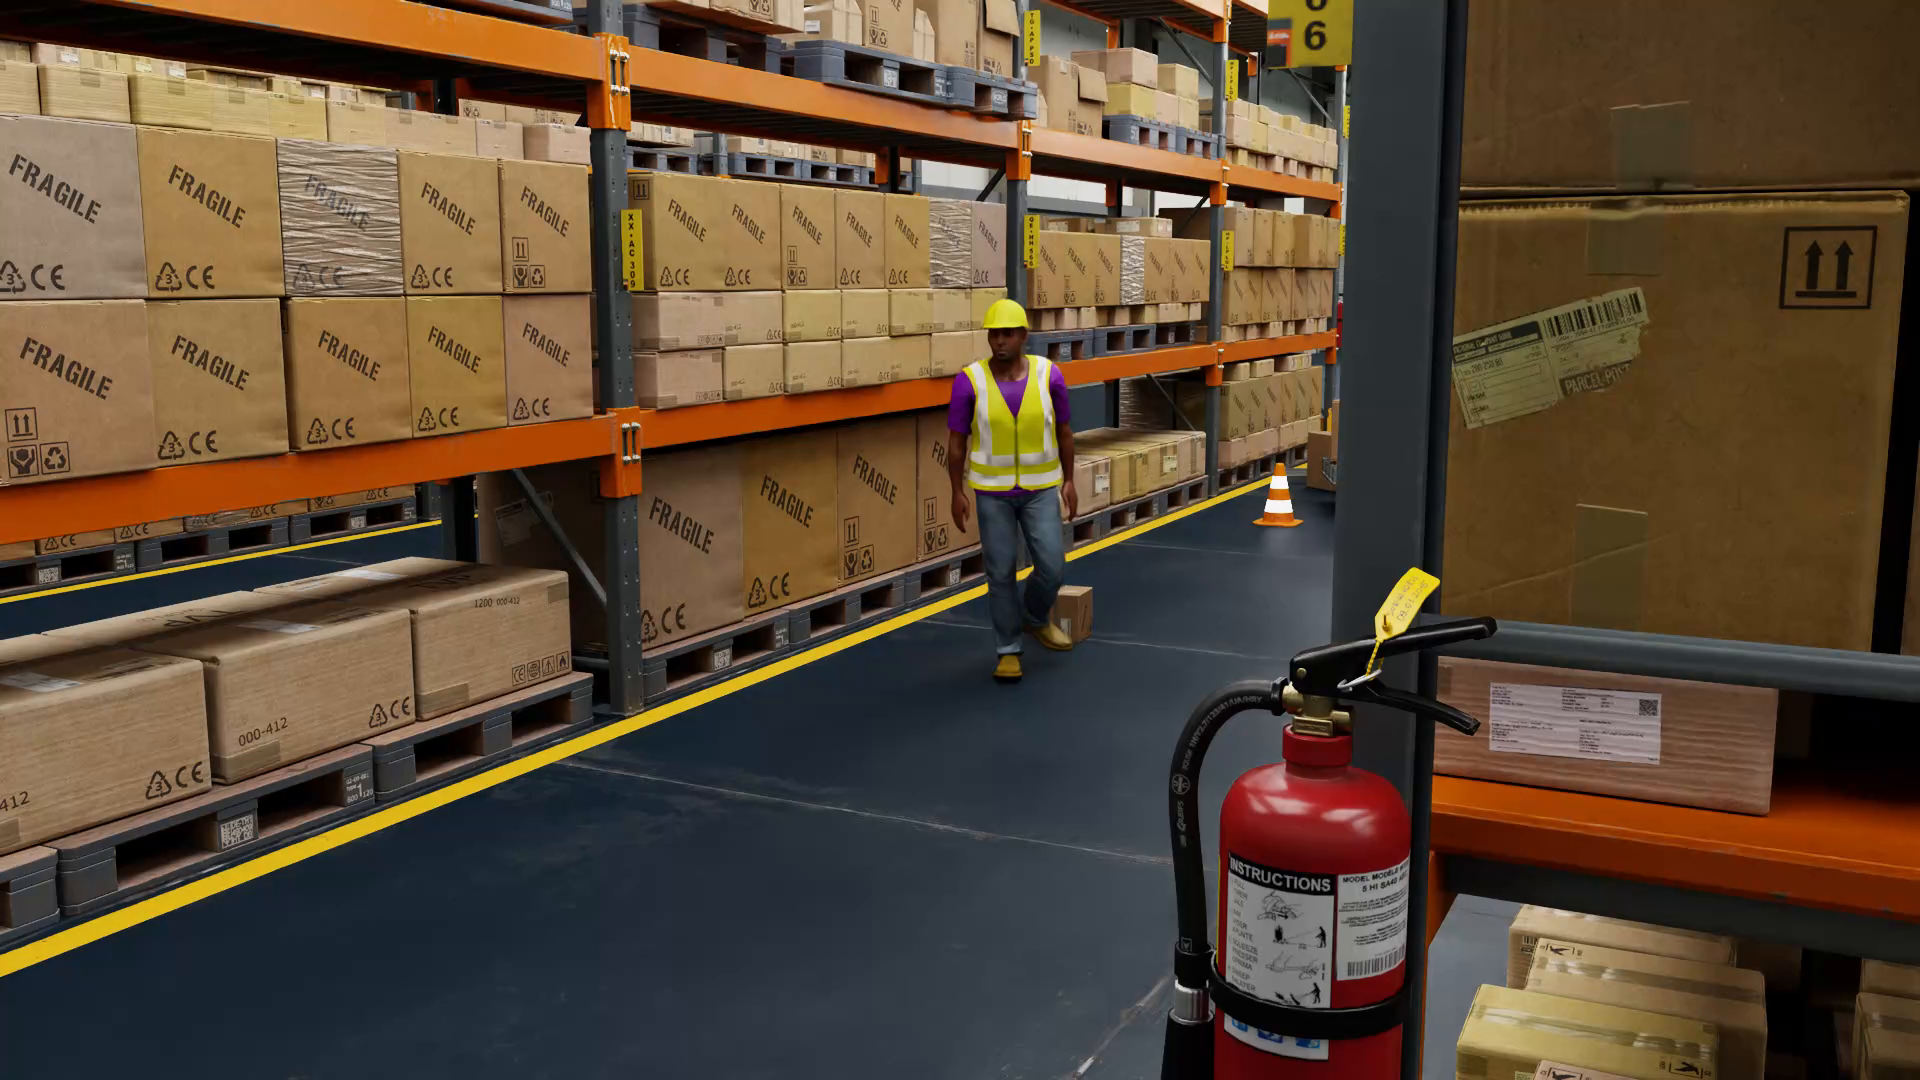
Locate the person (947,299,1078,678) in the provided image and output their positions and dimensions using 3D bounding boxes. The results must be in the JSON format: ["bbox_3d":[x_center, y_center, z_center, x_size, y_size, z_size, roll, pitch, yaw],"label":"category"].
[{"bbox_3d":[0.247,-0.234,7.736,0.615,1.759,0.558,0,9,-2],"label":"person"}]
